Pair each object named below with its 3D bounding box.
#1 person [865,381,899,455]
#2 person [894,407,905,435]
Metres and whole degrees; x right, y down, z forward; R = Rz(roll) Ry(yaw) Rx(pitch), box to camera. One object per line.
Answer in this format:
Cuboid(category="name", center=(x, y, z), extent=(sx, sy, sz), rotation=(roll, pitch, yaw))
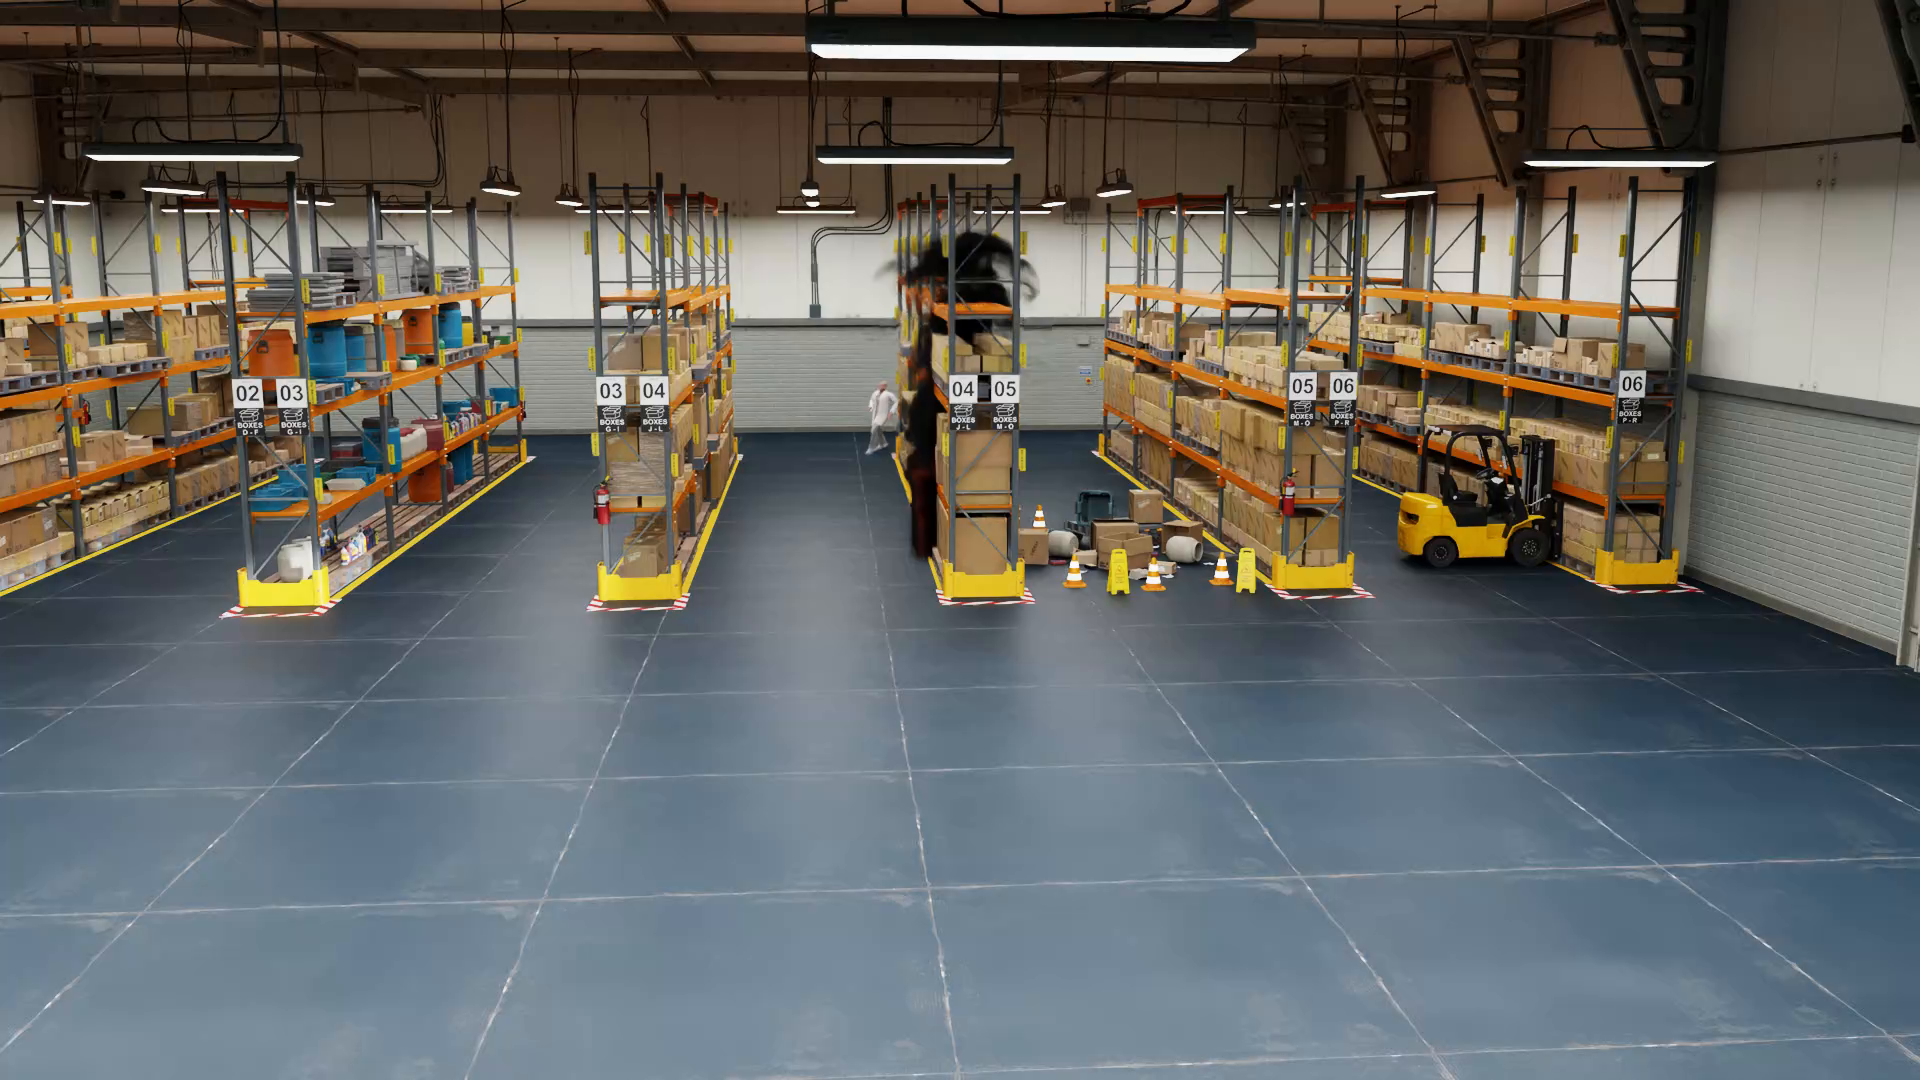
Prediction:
Cuboid(category="person", center=(-1.926, -2.982, 40.586), extent=(0.767, 1.808, 0.855), rotation=(9, 14, 42))
Cuboid(category="person", center=(-1.334, -3.010, 41.103), extent=(0.575, 1.607, 0.698), rotation=(0, 10, -2))
